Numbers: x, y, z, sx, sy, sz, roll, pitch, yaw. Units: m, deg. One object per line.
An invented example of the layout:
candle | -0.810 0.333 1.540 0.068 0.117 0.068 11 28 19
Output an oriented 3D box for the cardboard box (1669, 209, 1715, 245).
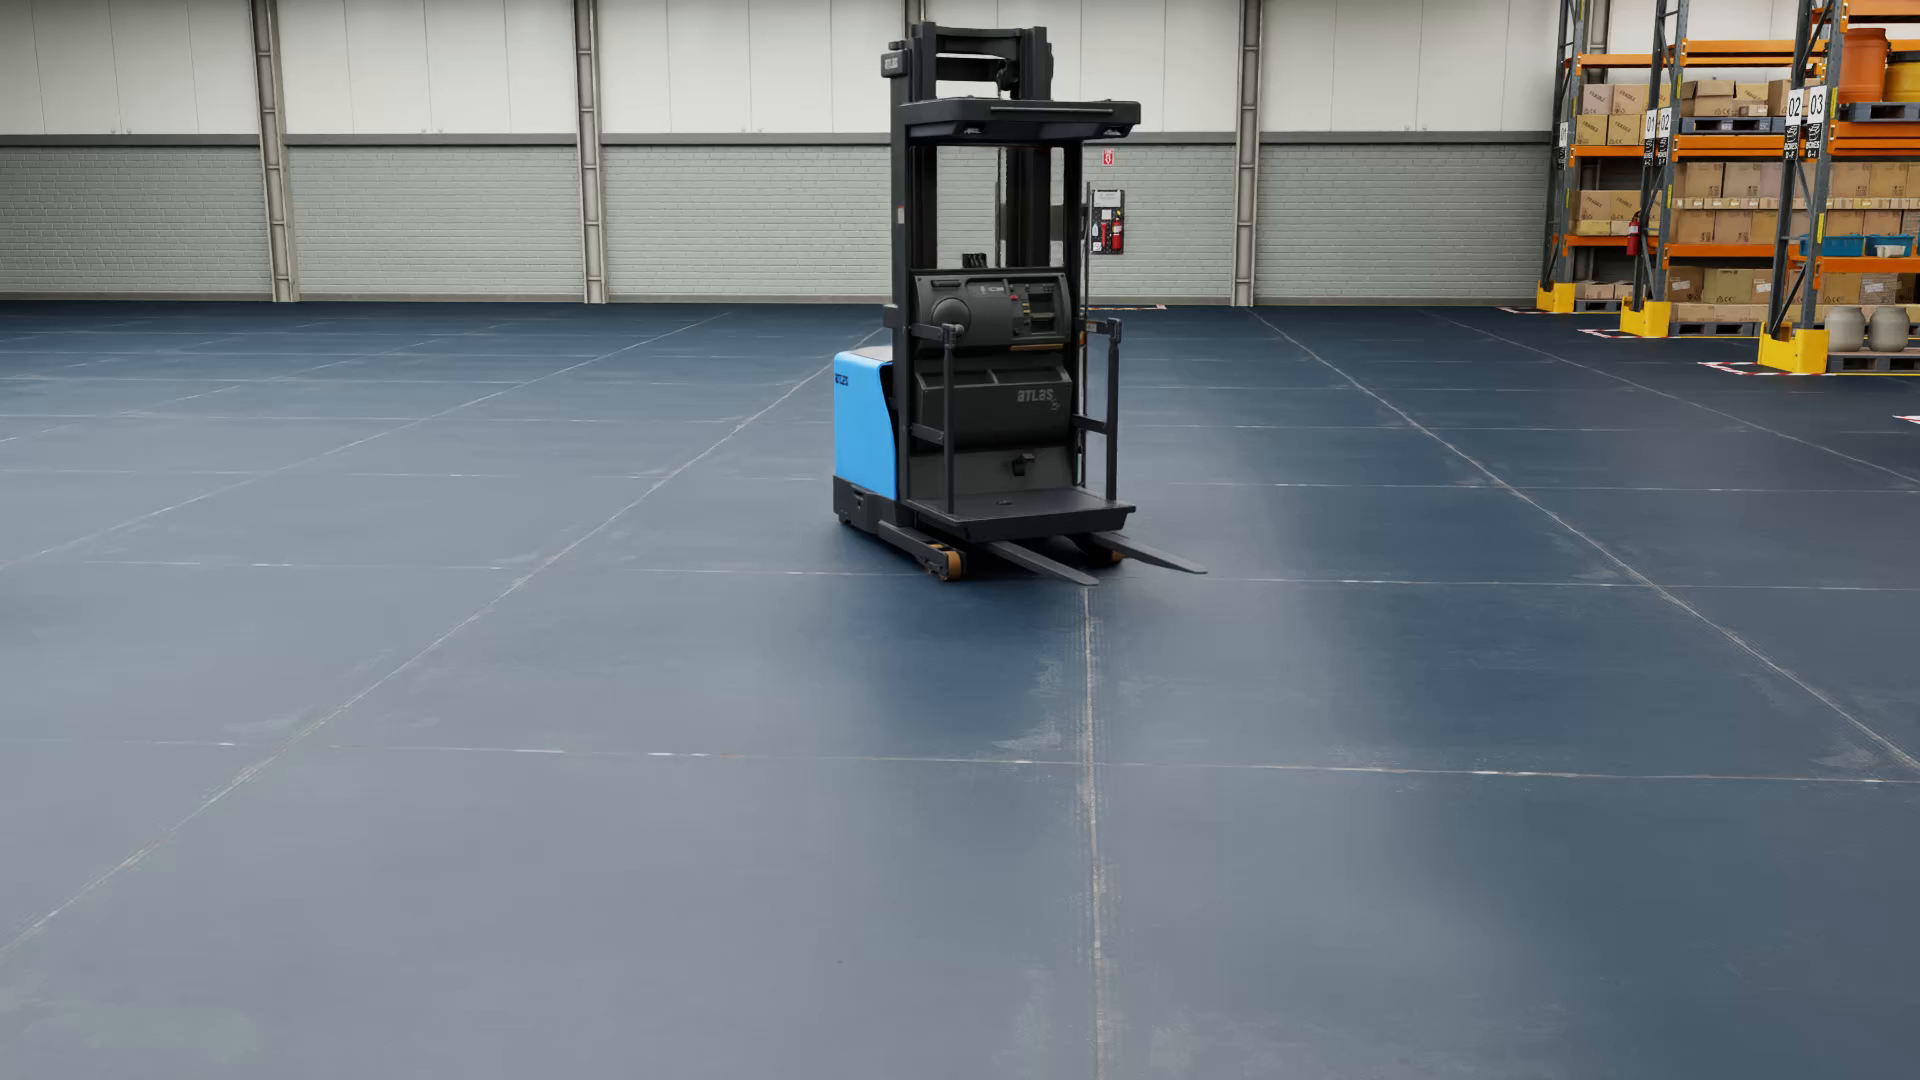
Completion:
cardboard box | 10.523 -4.538 24.062 0.500 0.500 0.700 1 12 4

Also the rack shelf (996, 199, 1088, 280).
rack shelf | 0.529 -1.926 10.665 0.480 0.518 0.431 5 13 22

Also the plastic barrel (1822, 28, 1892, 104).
plastic barrel | 10.217 -5.389 18.976 0.708 0.830 0.600 1 12 4

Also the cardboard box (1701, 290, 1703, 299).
cardboard box | 12.782 -4.301 29.063 0.250 0.149 0.380 0 12 -1

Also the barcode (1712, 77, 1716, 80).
barcode | 13.018 -7.960 28.701 0.075 0.075 0.001 1 12 4

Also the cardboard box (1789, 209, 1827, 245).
cardboard box | 12.068 -4.517 23.964 0.500 0.500 0.700 1 12 5

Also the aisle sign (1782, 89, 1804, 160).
aisle sign | 9.671 -4.820 19.307 0.004 0.787 0.394 1 12 4

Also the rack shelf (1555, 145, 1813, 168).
rack shelf | 12.381 -6.599 28.589 4.000 0.370 1.077 1 12 4

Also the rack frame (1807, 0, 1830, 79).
rack frame | 14.376 -8.392 28.078 0.127 3.000 1.000 1 12 4

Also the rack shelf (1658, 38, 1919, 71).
rack shelf | 12.054 -6.859 23.485 4.000 0.370 1.077 1 12 4

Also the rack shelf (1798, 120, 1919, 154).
rack shelf | 11.719 -4.575 18.914 4.000 0.370 1.077 1 12 4

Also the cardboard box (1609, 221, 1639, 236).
cardboard box | 11.370 -5.370 28.605 0.500 0.250 0.500 0 12 2

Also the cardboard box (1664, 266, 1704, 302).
cardboard box | 10.613 -3.778 24.533 0.500 0.500 0.500 1 12 4

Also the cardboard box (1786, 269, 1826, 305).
cardboard box | 12.075 -3.651 23.924 0.500 0.500 0.500 1 12 4

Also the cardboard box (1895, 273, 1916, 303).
cardboard box | 13.607 -3.740 24.352 0.500 0.500 0.500 1 12 4

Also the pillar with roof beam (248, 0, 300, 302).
pillar with roof beam | -13.092 -8.062 26.504 0.400 9.000 9.100 1 12 4

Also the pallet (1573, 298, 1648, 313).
pallet | 11.269 -4.126 29.146 1.213 0.211 1.003 1 12 4

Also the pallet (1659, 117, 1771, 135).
pallet | 10.762 -5.908 23.746 1.213 0.211 1.003 1 12 4

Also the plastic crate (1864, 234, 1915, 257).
plastic crate | 10.890 -3.457 19.505 0.408 0.251 0.499 1 12 4

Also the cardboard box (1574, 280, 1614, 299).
cardboard box | 11.070 -4.381 29.051 0.500 0.311 0.500 -1 12 -3

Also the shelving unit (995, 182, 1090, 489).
shelving unit | 0.529 -1.254 10.806 0.503 2.100 0.431 5 13 22

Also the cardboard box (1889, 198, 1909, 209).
cardboard box | 13.255 -4.776 23.618 0.250 0.149 0.380 0 12 2

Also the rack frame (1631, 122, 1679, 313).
rack frame | 10.058 -4.498 24.115 0.127 3.000 1.000 1 12 4

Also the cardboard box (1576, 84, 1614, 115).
cardboard box | 10.753 -7.471 28.269 0.500 0.500 0.500 0 12 0

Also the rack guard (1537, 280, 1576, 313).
rack guard | 10.461 -4.285 29.204 0.348 0.500 1.175 1 12 4

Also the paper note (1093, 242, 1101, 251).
paper note | 2.520 -5.386 30.513 0.142 0.148 0.016 1 12 4

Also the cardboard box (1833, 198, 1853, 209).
cardboard box | 12.497 -4.787 23.670 0.250 0.149 0.380 1 12 5

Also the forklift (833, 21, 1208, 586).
forklift | 0.279 -1.315 9.067 1.130 2.935 3.031 -5 13 -24

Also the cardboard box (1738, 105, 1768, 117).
cardboard box | 11.220 -6.065 23.527 0.250 0.149 0.380 1 12 4

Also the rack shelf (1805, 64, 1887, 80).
rack shelf | 16.372 -7.816 28.061 4.000 0.370 1.077 1 12 4

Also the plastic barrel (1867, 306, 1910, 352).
plastic barrel | 10.885 -2.473 19.489 0.421 0.512 0.421 0 12 0

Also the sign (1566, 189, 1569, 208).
sign | 10.349 -5.823 28.335 0.005 0.325 0.100 1 12 4

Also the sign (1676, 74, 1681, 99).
sign | 10.015 -6.319 23.169 0.005 0.325 0.100 1 12 4

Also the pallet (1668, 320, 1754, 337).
pallet | 10.824 -3.131 24.392 1.213 0.211 1.003 1 12 4

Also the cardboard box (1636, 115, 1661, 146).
cardboard box | 11.754 -6.960 28.268 0.500 0.500 0.500 1 12 6

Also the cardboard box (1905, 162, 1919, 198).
cardboard box | 13.606 -5.132 23.734 0.500 0.500 0.700 1 12 4

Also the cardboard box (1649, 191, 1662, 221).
cardboard box | 11.849 -5.728 28.483 0.500 0.500 0.500 0 12 2

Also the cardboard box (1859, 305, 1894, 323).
cardboard box | 13.074 -3.273 23.951 0.500 0.250 0.500 1 12 4

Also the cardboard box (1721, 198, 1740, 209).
cardboard box | 10.948 -4.808 23.770 0.250 0.149 0.380 1 12 4

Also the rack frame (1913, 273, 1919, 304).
rack frame | 14.049 -4.443 23.854 0.127 3.000 1.000 1 12 4

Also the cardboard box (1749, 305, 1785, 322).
cardboard box | 11.576 -3.292 24.039 0.500 0.250 0.500 1 12 4

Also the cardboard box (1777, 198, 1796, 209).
cardboard box | 11.720 -4.798 23.720 0.250 0.149 0.380 1 12 3

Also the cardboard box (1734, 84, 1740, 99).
cardboard box | 12.789 -7.433 28.088 0.500 0.500 0.500 0 12 2

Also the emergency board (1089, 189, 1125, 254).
emergency board | 2.692 -5.801 30.344 0.643 1.169 0.194 1 12 4

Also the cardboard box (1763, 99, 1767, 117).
cardboard box | 11.779 -6.227 23.906 0.500 0.311 0.500 2 12 10

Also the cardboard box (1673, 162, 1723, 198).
cardboard box | 10.576 -5.172 23.926 0.500 0.500 0.700 1 12 4

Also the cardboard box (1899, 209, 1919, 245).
cardboard box | 13.606 -4.497 23.866 0.500 0.500 0.700 0 12 2

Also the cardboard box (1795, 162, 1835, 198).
cardboard box | 12.104 -5.152 23.832 0.500 0.500 0.700 1 12 4
